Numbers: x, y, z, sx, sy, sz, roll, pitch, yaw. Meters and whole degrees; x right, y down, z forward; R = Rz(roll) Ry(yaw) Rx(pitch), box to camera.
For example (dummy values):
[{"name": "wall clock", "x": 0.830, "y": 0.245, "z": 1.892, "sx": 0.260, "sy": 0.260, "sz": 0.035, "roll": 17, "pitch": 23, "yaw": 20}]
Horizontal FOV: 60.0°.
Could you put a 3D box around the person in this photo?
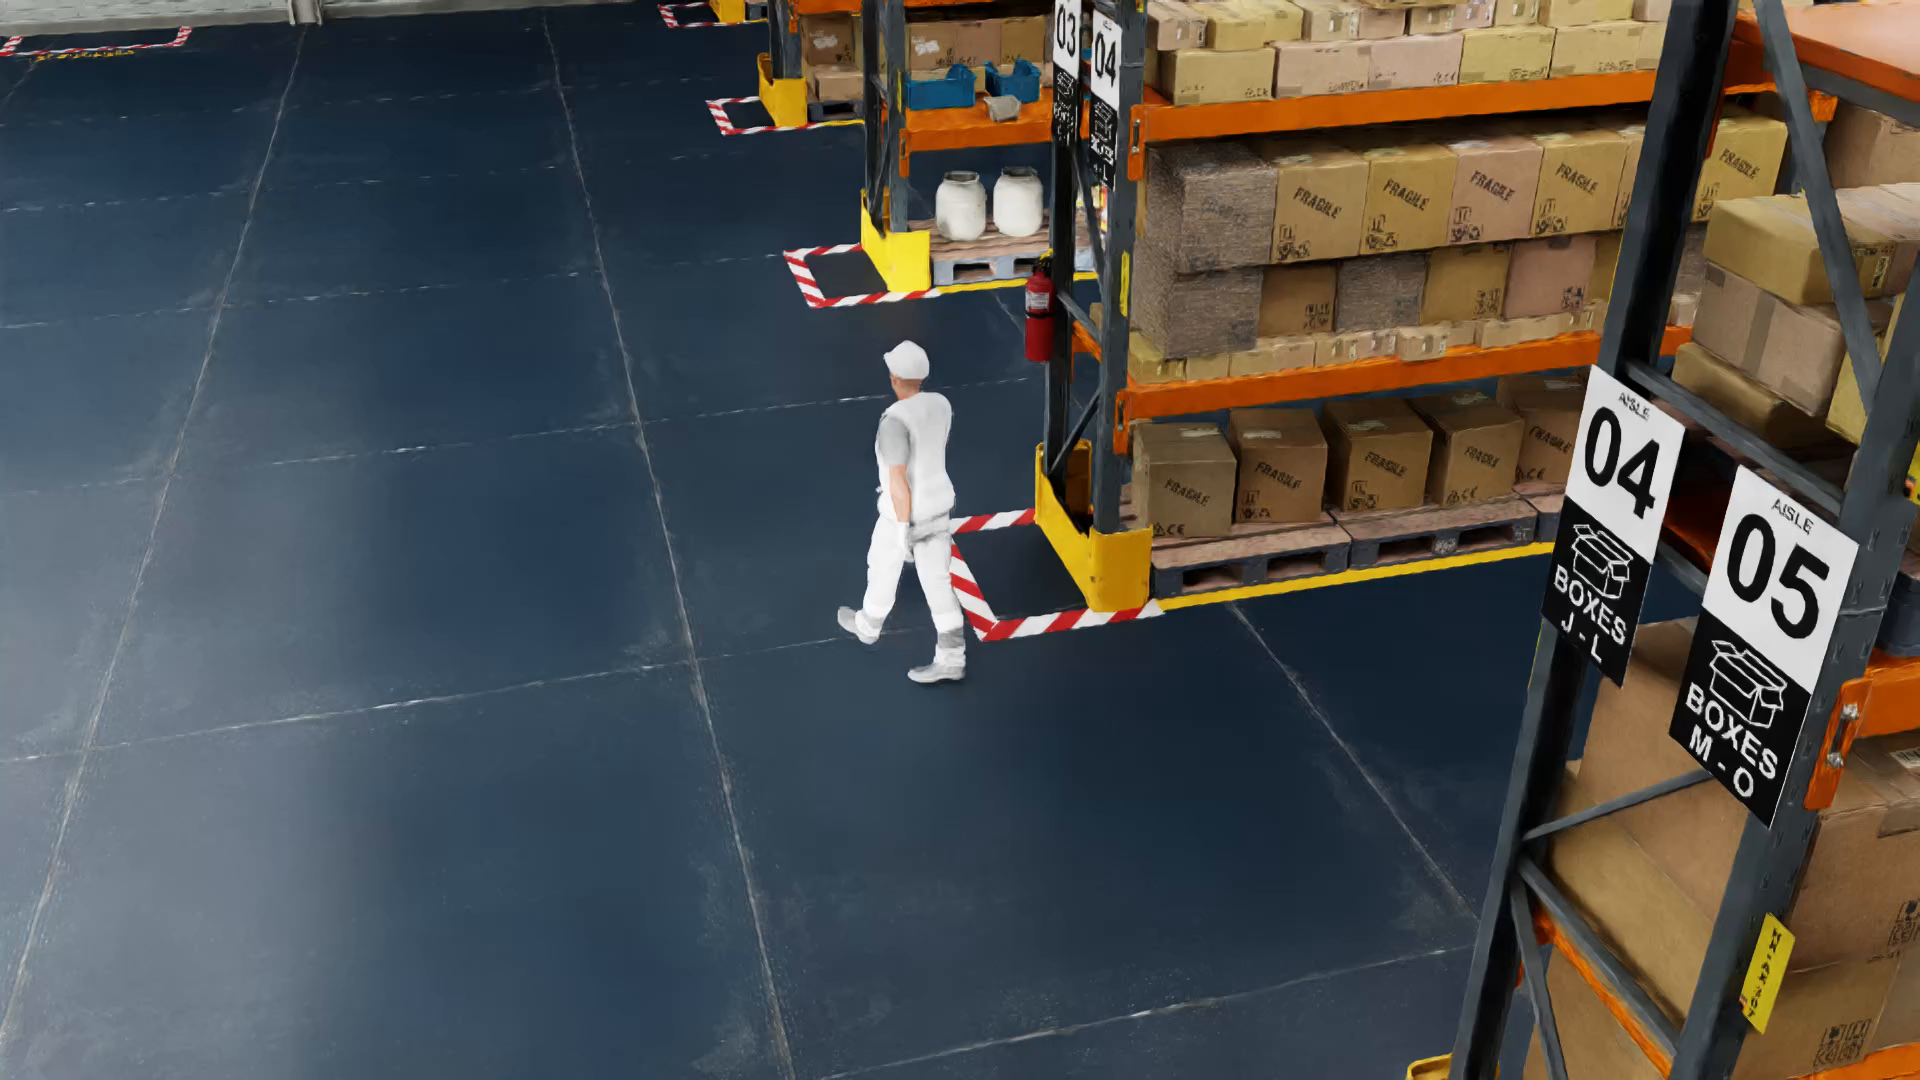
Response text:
[{"name": "person", "x": -0.278, "y": -0.177, "z": 8.527, "sx": 0.563, "sy": 1.749, "sz": 0.873, "roll": -25, "pitch": 38, "yaw": -36}]
